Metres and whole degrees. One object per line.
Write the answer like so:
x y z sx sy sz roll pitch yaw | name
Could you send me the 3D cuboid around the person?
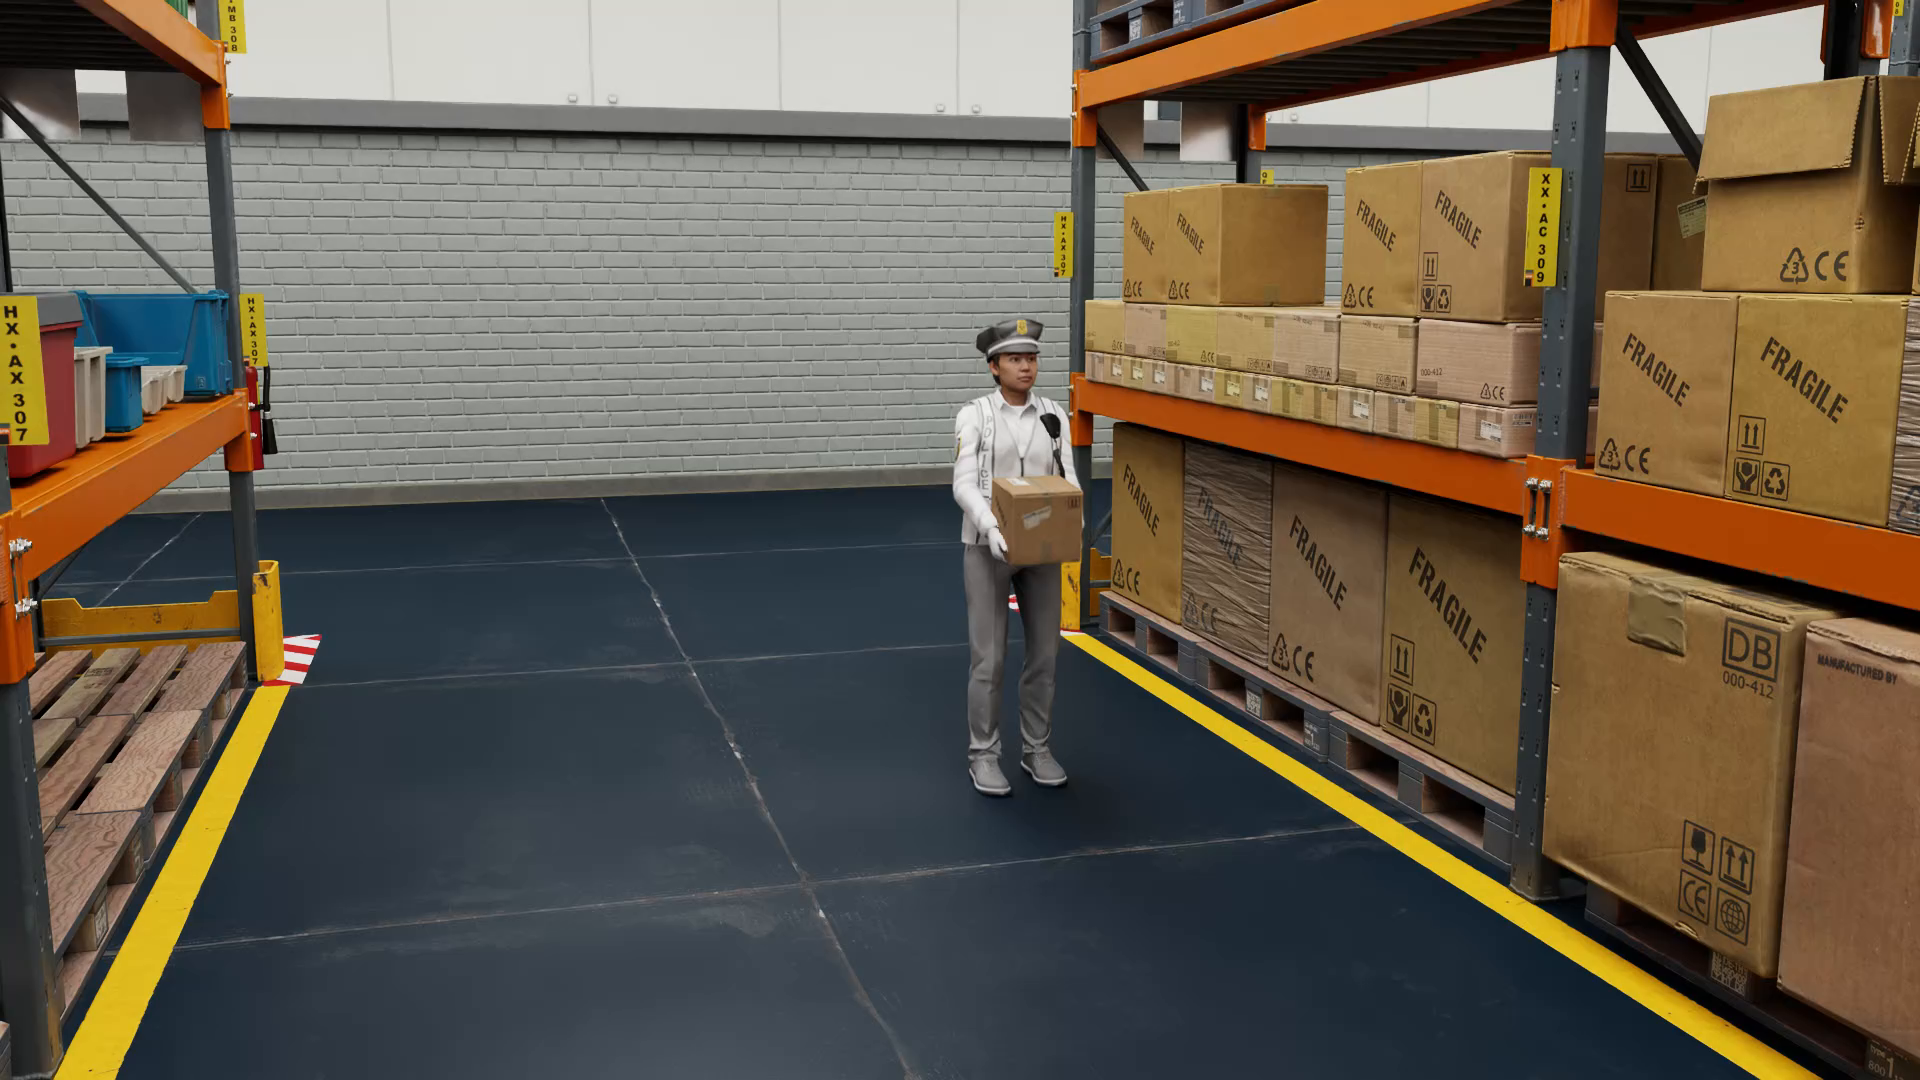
0.214 0.055 5.954 0.469 1.690 0.550 -3 10 -16 | person
